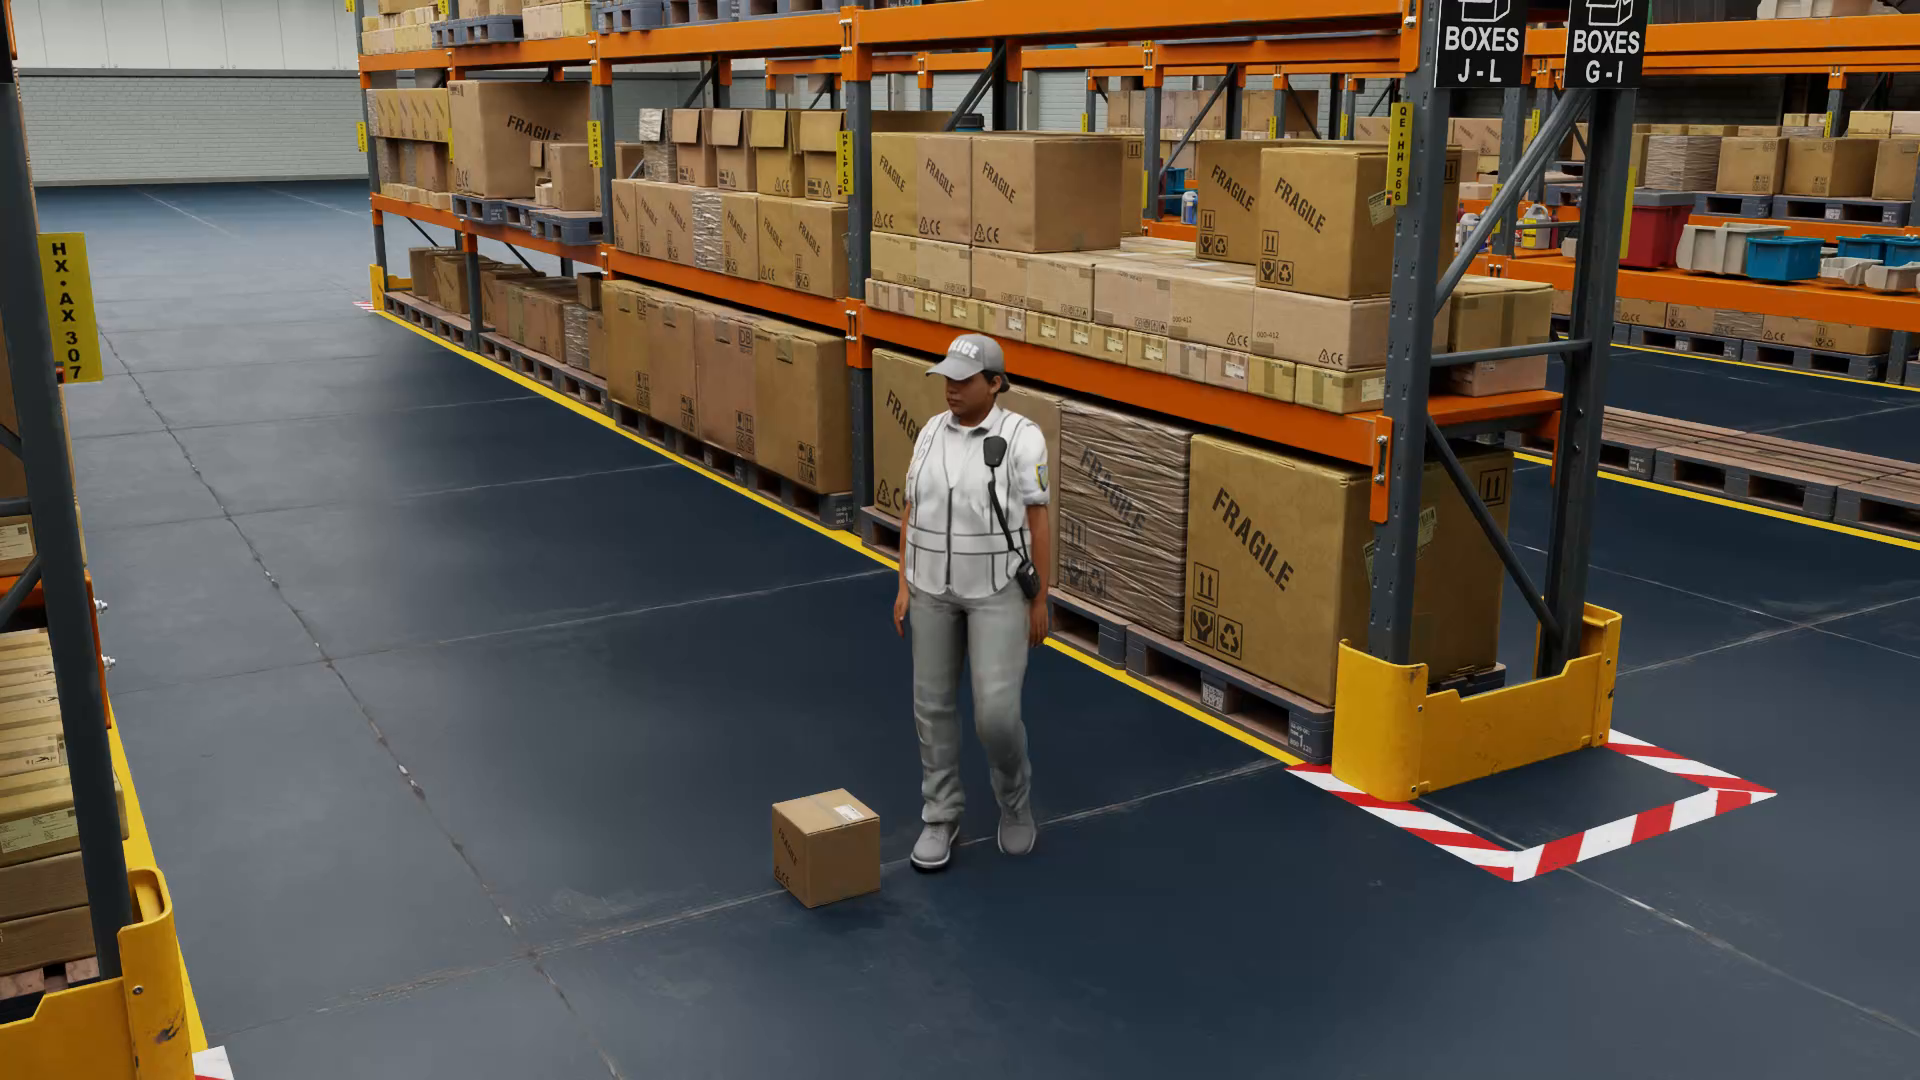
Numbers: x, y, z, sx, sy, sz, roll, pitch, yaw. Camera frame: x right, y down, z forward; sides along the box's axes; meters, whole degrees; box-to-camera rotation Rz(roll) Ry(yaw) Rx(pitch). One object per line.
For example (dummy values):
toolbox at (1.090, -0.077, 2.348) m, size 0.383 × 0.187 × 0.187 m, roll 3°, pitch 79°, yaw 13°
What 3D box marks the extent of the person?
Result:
person at (0.011, 0.208, 5.261) m, size 0.512 × 1.697 × 0.489 m, roll 7°, pitch 16°, yaw 23°
